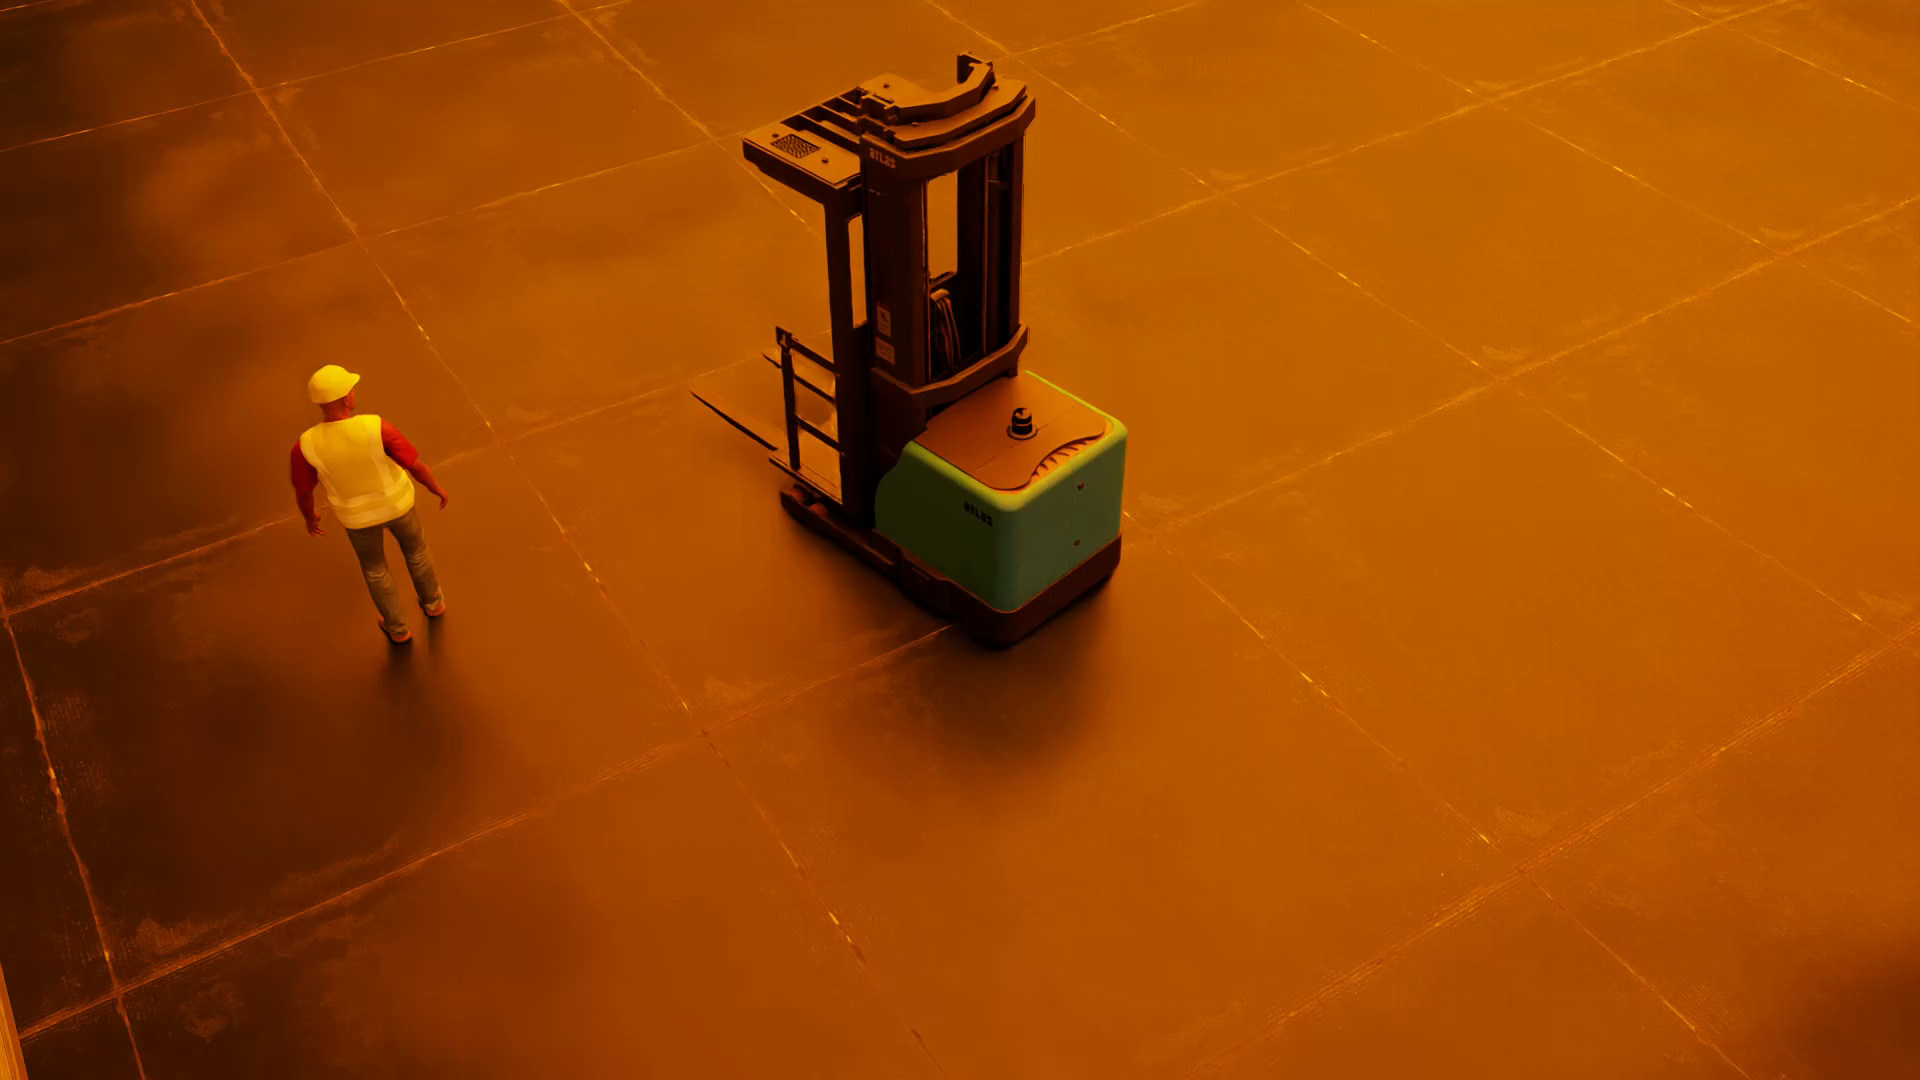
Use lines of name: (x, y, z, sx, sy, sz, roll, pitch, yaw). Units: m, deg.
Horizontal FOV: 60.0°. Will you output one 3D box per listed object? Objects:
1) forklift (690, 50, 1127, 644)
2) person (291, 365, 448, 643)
forklift: (-0.459, -1.383, 9.454, 3.031, 2.935, 1.130, 33, 51, 32)
person: (-3.176, -0.225, 9.020, 0.753, 1.762, 0.476, -15, 43, -16)
